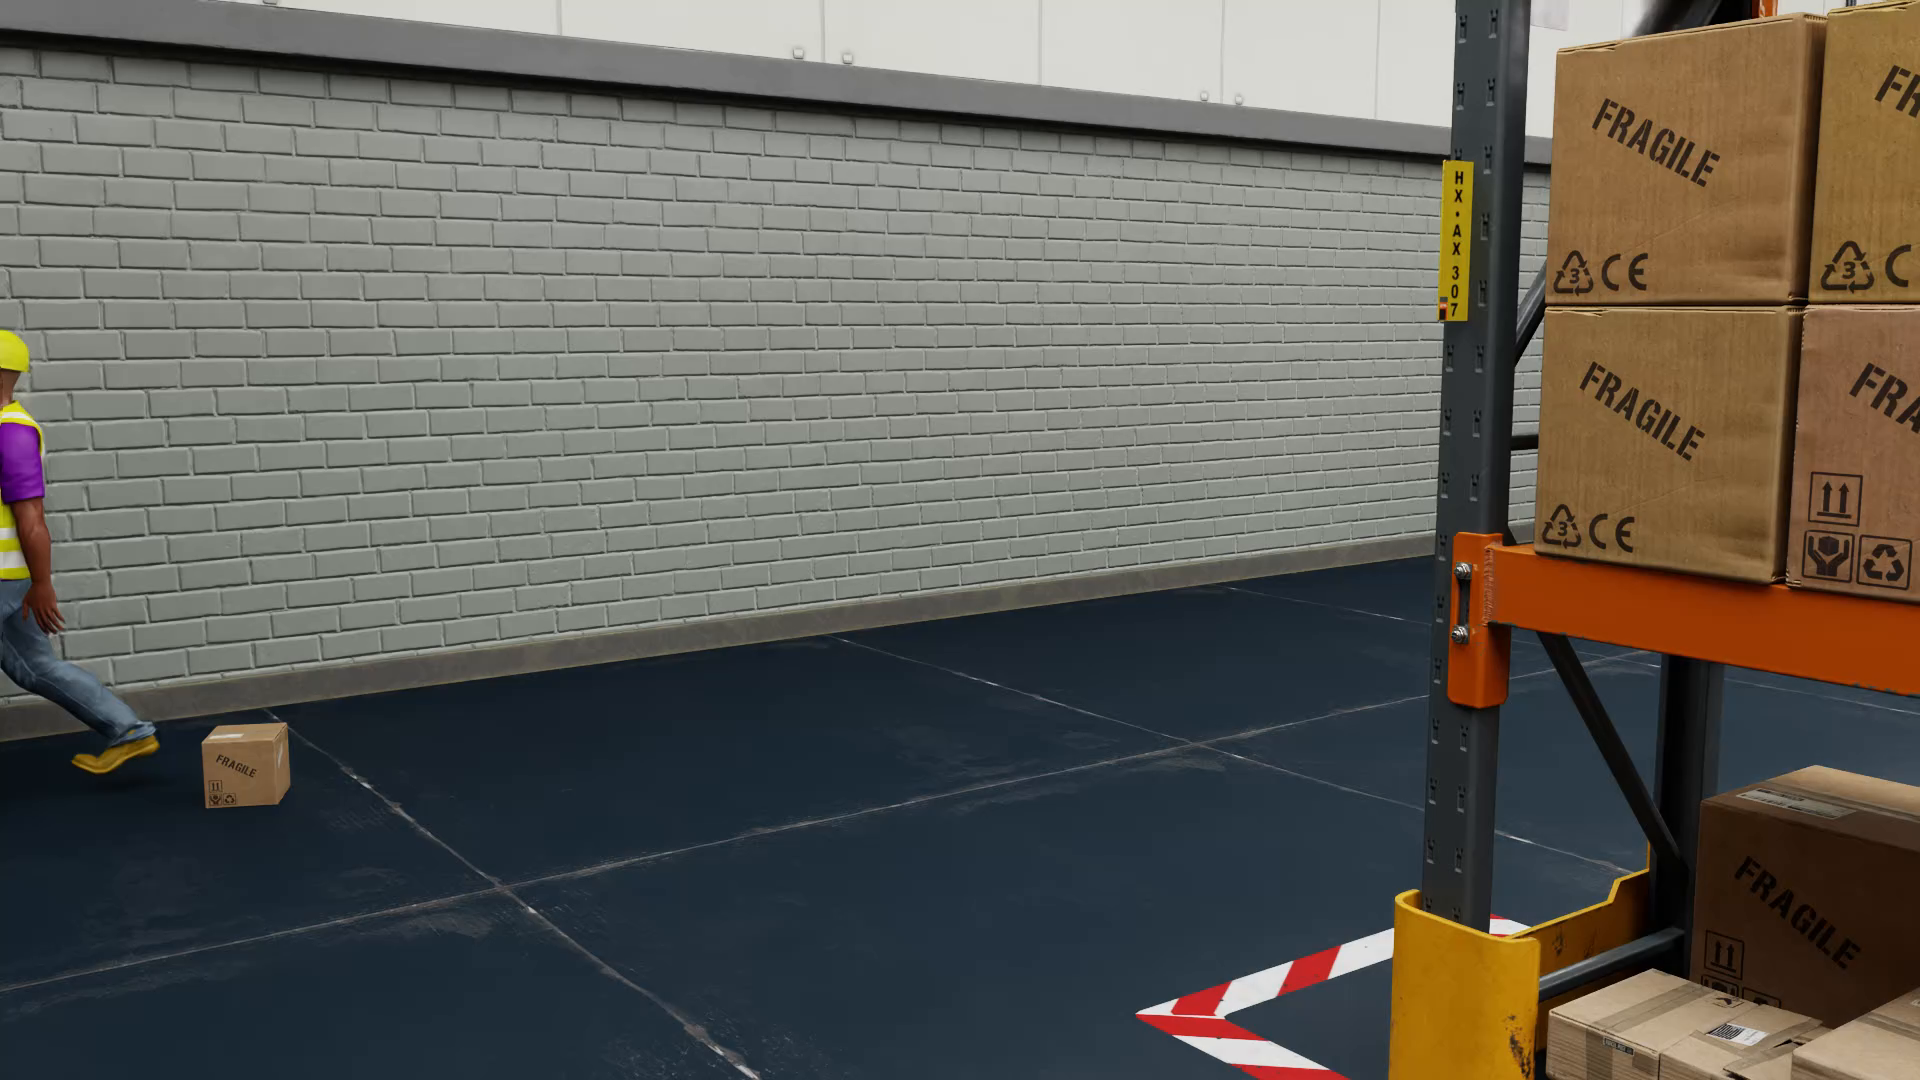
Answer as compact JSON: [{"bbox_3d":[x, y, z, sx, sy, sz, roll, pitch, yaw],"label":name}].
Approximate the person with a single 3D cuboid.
[{"bbox_3d":[-3.476,0.109,5.959,1.021,1.730,0.570,-4,9,-28],"label":"person"}]
